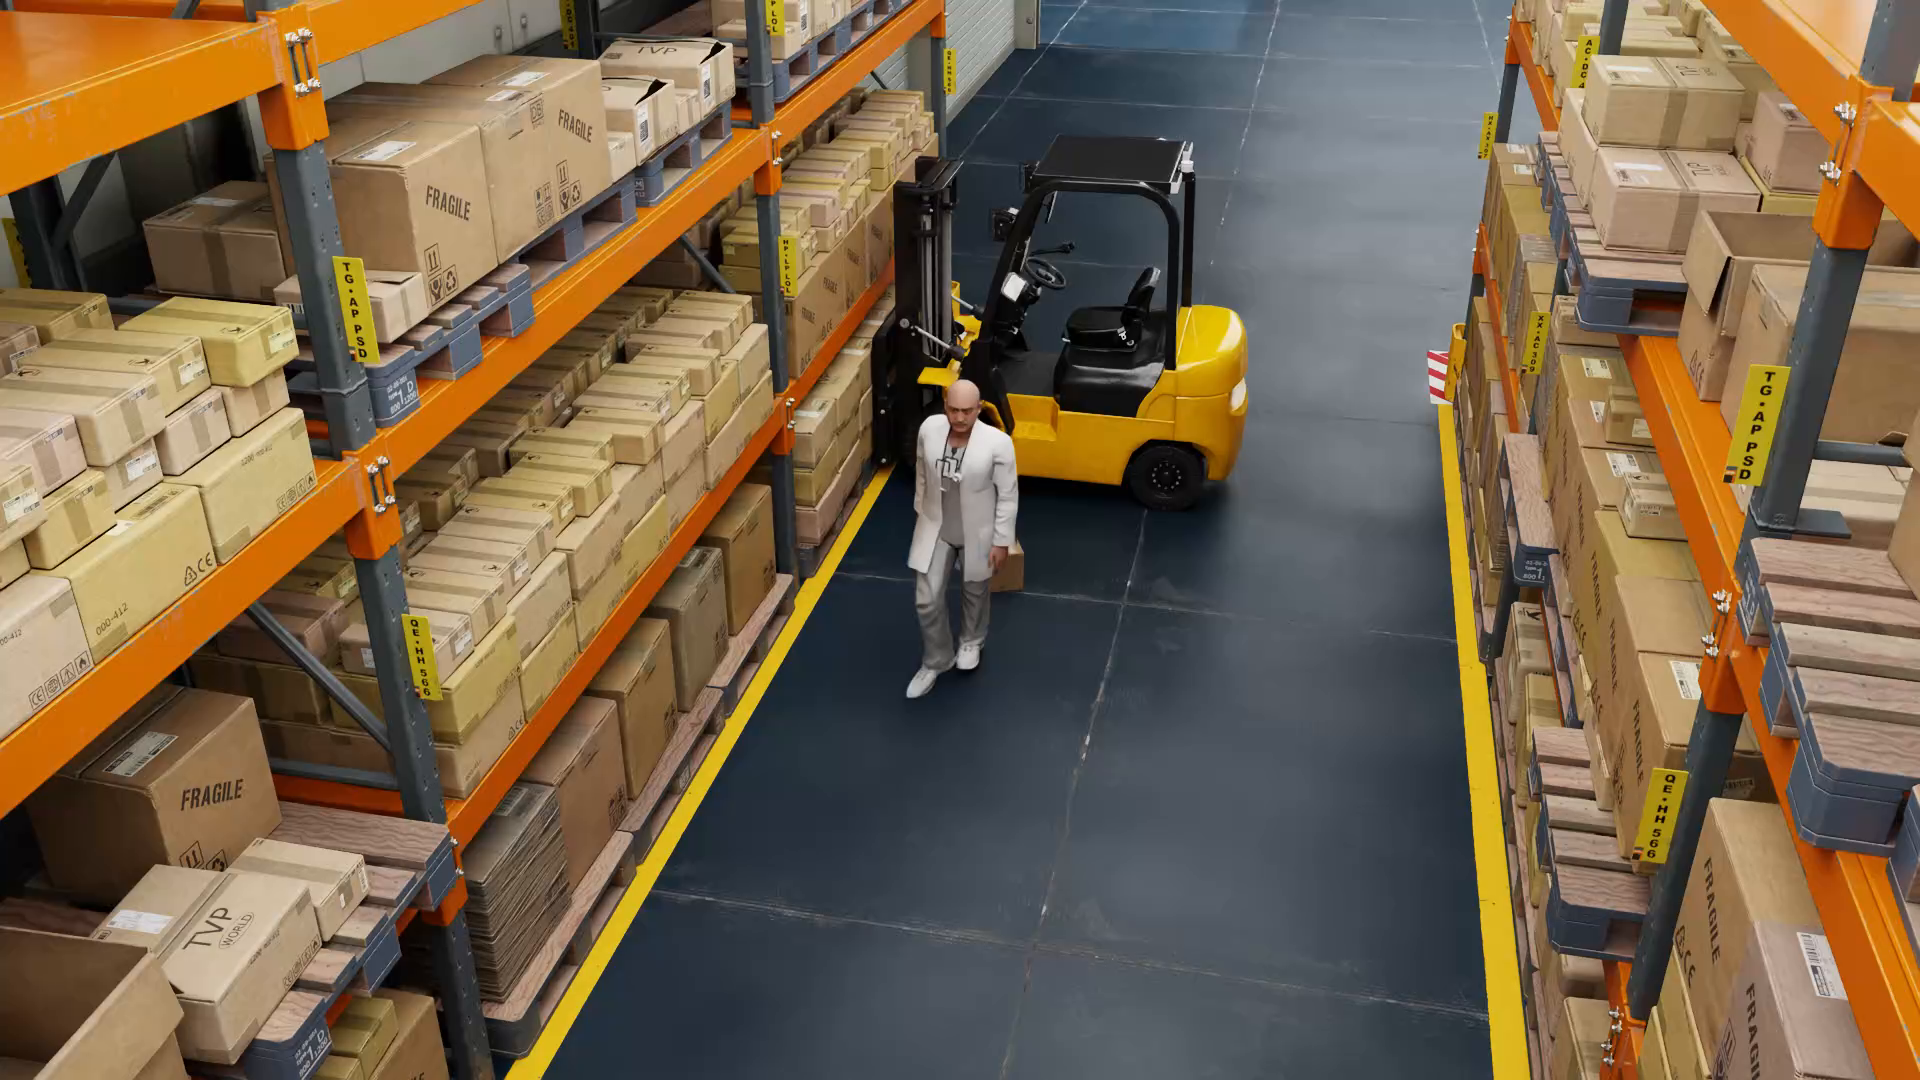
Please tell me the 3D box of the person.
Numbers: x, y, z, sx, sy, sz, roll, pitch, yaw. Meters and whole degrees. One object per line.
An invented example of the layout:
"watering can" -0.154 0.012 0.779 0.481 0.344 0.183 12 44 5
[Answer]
"person" 0.022 -0.043 8.733 0.608 1.809 0.621 7 29 13
